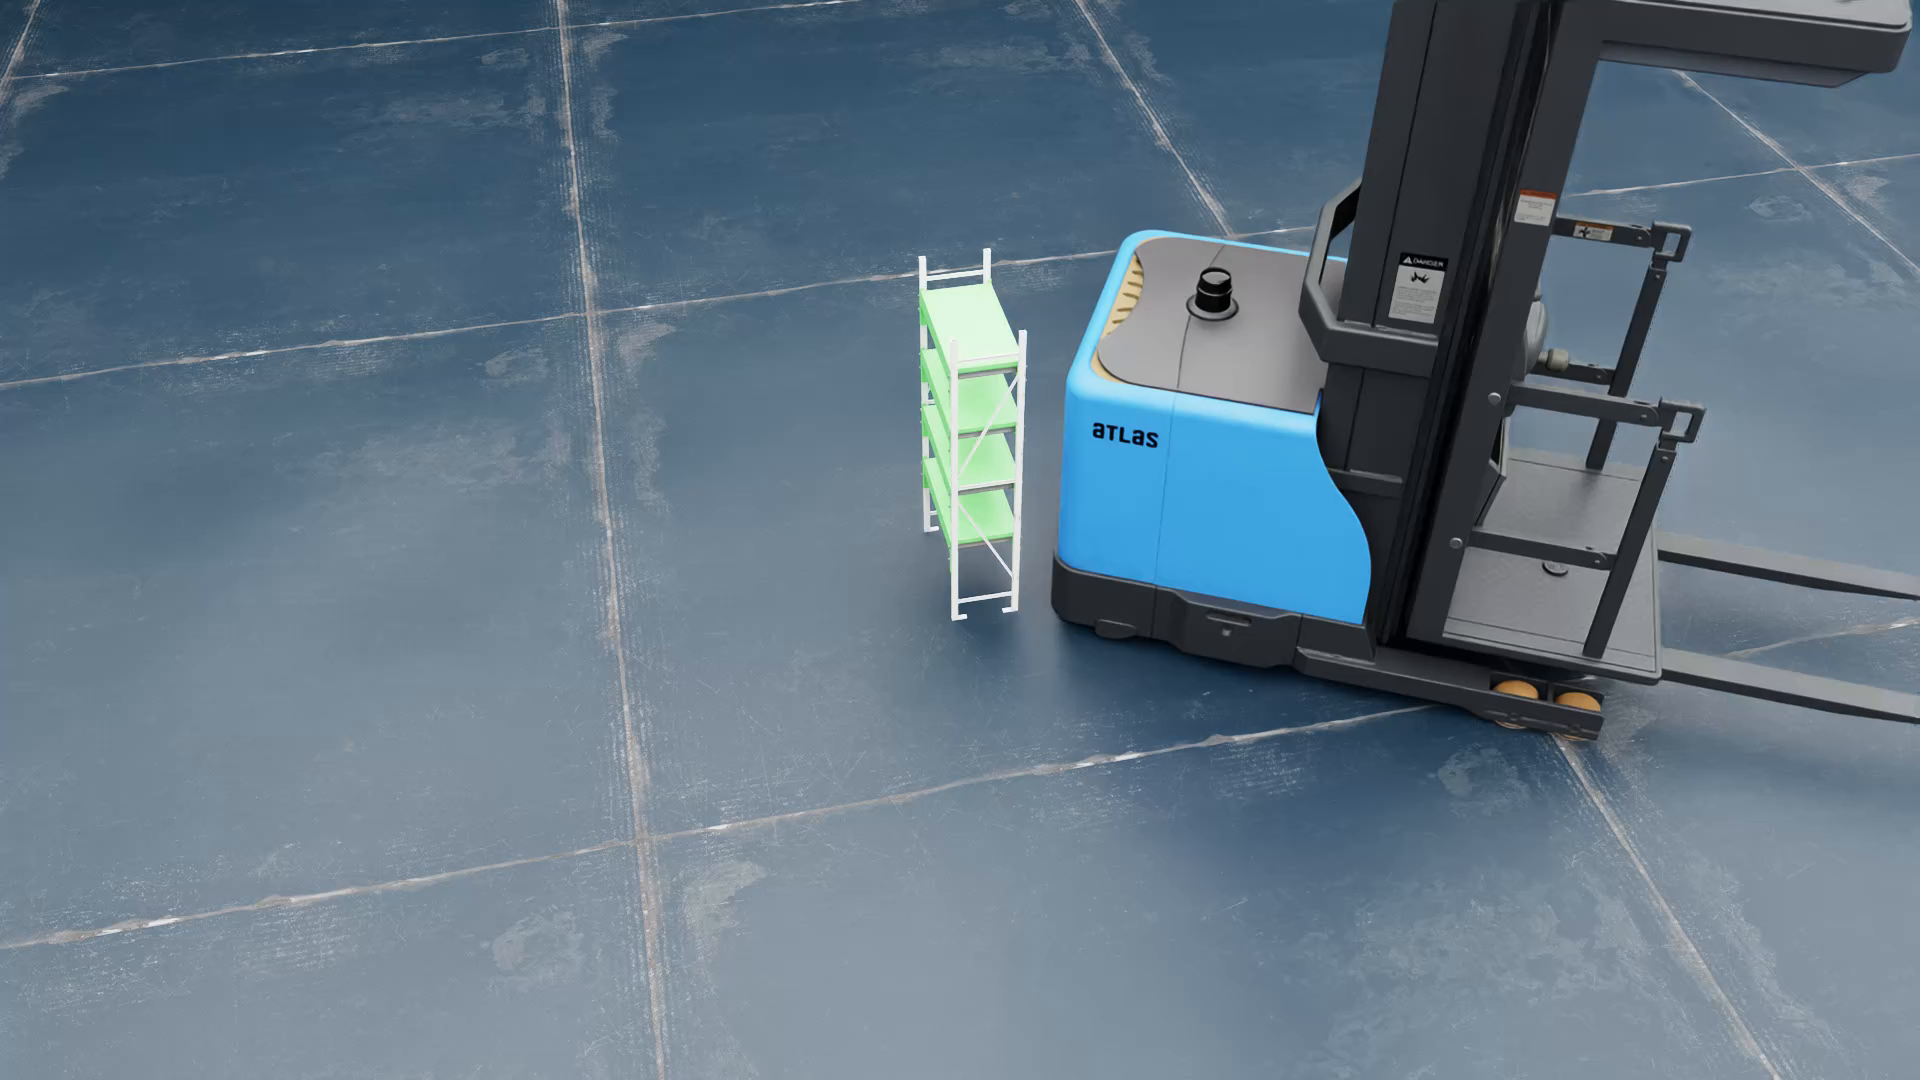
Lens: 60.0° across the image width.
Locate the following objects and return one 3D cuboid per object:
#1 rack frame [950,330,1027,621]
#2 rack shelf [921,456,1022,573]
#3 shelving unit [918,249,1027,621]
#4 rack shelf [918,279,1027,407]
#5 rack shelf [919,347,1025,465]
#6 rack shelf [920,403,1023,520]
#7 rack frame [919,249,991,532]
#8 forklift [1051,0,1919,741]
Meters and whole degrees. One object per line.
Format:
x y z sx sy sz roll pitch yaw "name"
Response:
0.088 -0.183 5.553 0.240 1.200 0.015 -8 42 -9 "rack frame"
0.036 -0.114 5.933 0.258 0.148 0.480 -8 42 -9 "rack shelf"
0.036 -0.341 5.731 0.258 1.200 0.503 -8 42 -9 "shelving unit"
0.036 -0.653 5.455 0.258 0.148 0.480 -8 42 -9 "rack shelf"
0.036 -0.473 5.614 0.258 0.148 0.480 -8 42 -9 "rack shelf"
0.036 -0.294 5.773 0.258 0.148 0.480 -8 42 -9 "rack shelf"
-0.017 -0.500 5.909 0.240 1.200 0.015 -8 42 -9 "rack frame"
1.898 -0.826 4.973 3.031 2.935 1.130 11 43 12 "forklift"
